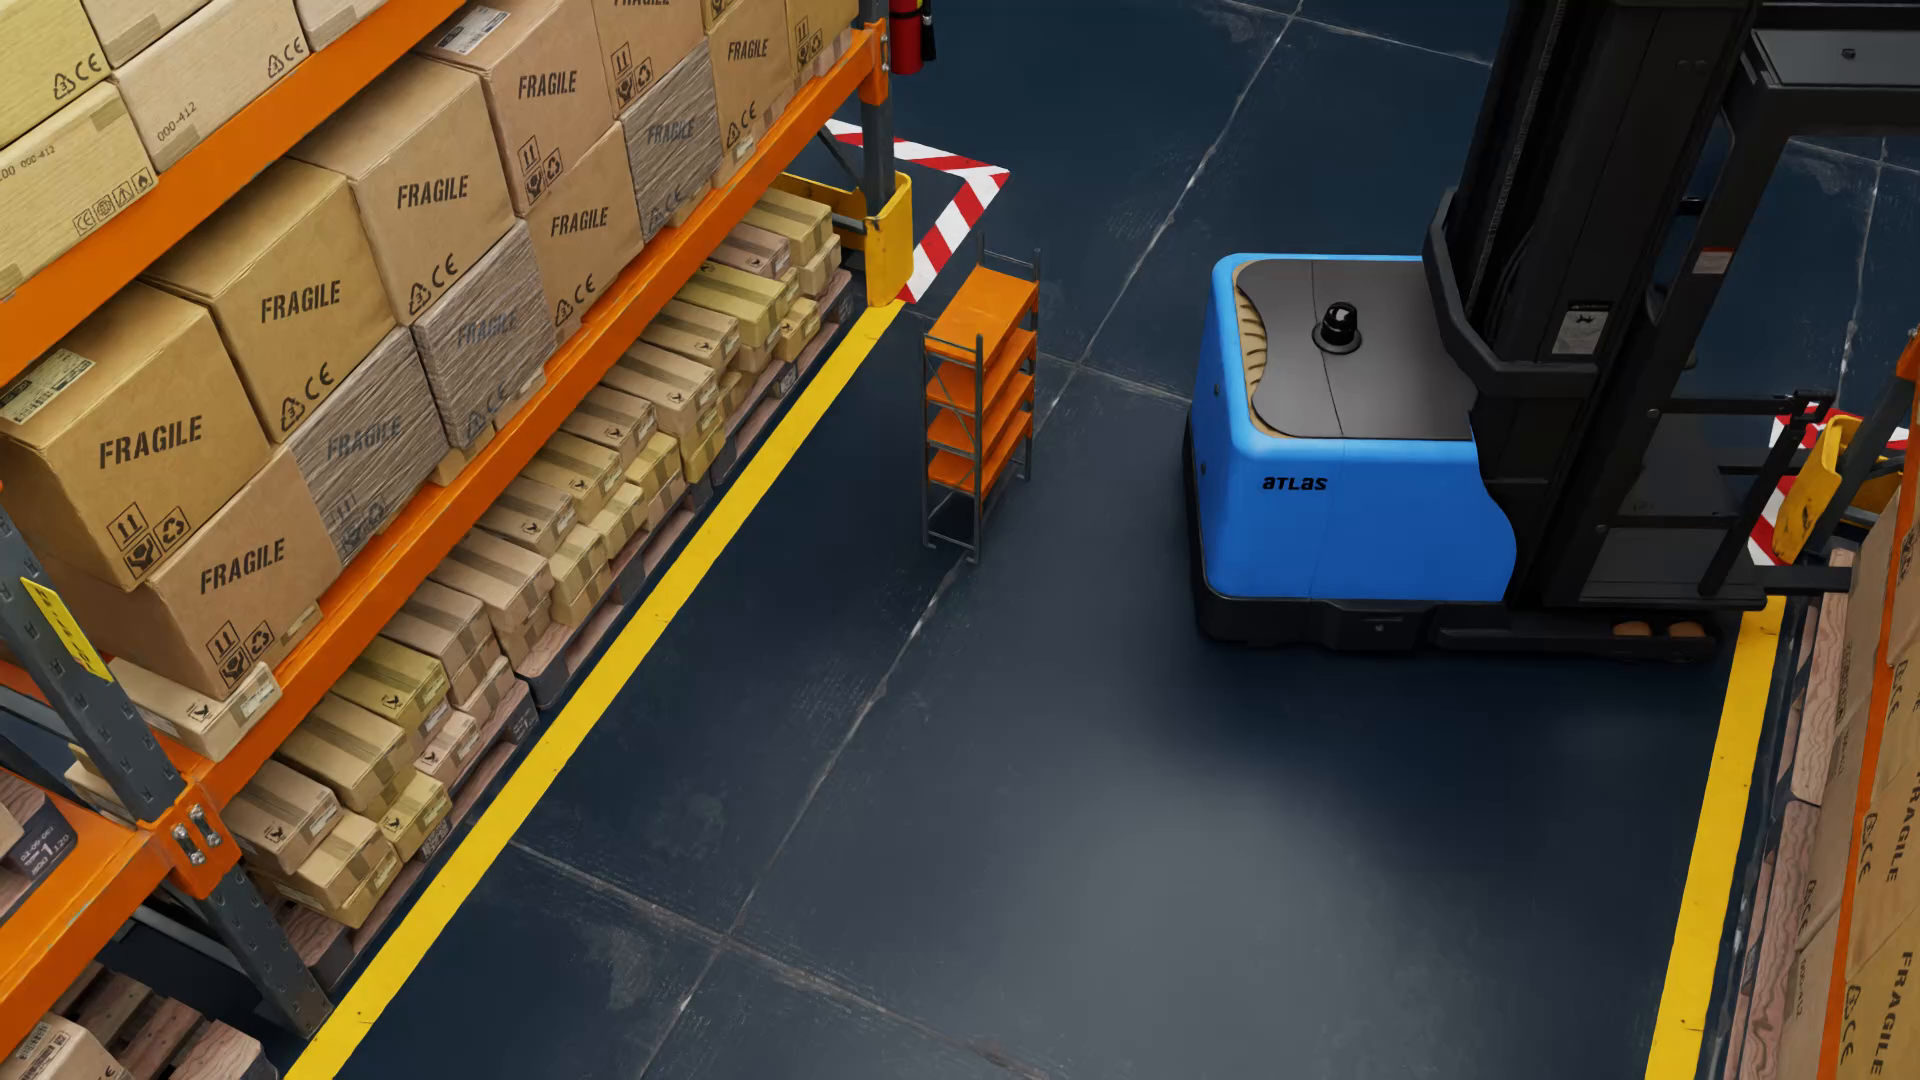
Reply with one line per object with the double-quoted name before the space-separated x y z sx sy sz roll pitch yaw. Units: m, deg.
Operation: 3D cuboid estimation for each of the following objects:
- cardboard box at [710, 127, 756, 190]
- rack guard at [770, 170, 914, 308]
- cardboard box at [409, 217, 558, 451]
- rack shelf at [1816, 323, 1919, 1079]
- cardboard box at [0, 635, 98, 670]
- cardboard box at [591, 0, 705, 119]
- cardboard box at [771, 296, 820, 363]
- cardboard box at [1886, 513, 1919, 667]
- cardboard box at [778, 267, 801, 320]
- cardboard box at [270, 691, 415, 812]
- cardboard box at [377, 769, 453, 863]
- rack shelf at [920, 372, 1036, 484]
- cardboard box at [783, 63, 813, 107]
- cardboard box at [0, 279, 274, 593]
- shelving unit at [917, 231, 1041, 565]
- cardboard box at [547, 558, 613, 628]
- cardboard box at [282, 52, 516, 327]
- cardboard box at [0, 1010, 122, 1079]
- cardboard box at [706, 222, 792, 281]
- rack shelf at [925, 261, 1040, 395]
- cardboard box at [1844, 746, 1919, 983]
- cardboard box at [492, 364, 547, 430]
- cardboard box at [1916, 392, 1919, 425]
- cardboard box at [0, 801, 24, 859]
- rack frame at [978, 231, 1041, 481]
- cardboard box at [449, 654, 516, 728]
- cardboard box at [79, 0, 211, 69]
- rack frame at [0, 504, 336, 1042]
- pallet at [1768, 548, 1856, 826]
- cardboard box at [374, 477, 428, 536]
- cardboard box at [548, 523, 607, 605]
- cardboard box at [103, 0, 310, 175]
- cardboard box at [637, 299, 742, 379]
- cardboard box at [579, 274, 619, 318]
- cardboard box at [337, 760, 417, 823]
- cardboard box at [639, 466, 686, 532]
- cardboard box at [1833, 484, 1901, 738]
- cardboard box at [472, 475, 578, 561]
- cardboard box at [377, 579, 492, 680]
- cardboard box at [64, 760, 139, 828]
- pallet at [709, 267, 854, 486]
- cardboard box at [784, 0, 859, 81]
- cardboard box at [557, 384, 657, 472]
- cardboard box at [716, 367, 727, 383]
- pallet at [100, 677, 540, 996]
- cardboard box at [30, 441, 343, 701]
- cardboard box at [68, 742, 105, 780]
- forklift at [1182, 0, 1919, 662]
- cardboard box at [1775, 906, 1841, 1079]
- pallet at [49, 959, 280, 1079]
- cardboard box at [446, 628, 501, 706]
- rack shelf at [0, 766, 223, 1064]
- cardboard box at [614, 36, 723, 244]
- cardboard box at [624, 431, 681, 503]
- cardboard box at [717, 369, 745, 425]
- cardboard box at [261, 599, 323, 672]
"cardboard box" -0.965 -1.439 5.985 0.380 0.149 0.250 21 53 17
"rack guard" -0.792 -1.494 7.508 1.175 0.500 0.348 20 52 16
"cardboard box" -1.576 -0.668 4.903 0.500 0.500 0.500 19 52 15
"rack shelf" 2.905 0.795 4.391 1.077 0.370 4.000 20 52 16
"cardboard box" -2.558 0.207 4.585 0.380 0.149 0.250 19 52 16
"cardboard box" -1.161 -1.703 5.127 0.500 0.500 0.500 22 53 18
"cardboard box" -0.814 -0.928 6.982 0.380 0.149 0.250 21 53 17
"cardboard box" 2.870 0.091 4.452 0.500 0.500 0.500 20 52 16
"cardboard box" -0.887 -1.046 6.887 0.380 0.149 0.250 19 52 15
"cardboard box" -1.963 0.653 5.246 0.380 0.149 0.250 22 53 18
"cardboard box" -1.909 0.856 5.463 0.380 0.149 0.250 21 53 17
"rack shelf" 0.071 -0.459 6.256 0.258 0.148 0.480 20 52 16
"cardboard box" -0.783 -1.799 6.292 0.380 0.149 0.250 20 52 16
"cardboard box" -2.055 -0.286 3.922 0.500 0.500 0.500 21 53 17
"shelving unit" 0.071 -0.503 6.205 0.258 1.200 0.503 20 52 16
"cardboard box" -1.505 0.133 6.079 0.380 0.149 0.250 19 52 15
"cardboard box" -1.604 -0.985 4.516 0.500 0.500 0.500 21 53 17
"cardboard box" -2.558 1.424 4.257 0.500 0.250 0.500 19 52 15
"cardboard box" -0.916 -1.160 6.788 0.380 0.149 0.250 21 53 17
"rack shelf" 0.071 -0.757 5.906 0.258 0.148 0.480 20 52 16
"cardboard box" 2.434 0.797 3.852 0.500 0.500 0.500 19 52 16
"cardboard box" -1.533 -0.532 5.213 0.380 0.149 0.250 22 53 18
"cardboard box" 3.295 -0.611 5.050 0.500 0.500 0.500 19 52 16
"cardboard box" -2.459 0.681 3.905 0.380 0.149 0.250 19 52 15
"rack frame" 0.175 -0.671 6.348 0.240 1.200 0.015 20 52 16
"cardboard box" -1.786 0.477 5.786 0.380 0.149 0.250 19 52 15
"cardboard box" -1.828 -1.282 3.488 0.500 0.250 0.500 20 52 16
"rack frame" -2.468 0.398 4.257 1.000 3.000 0.127 20 52 16
"pallet" 3.488 0.664 5.861 1.003 0.211 1.213 20 52 16
"cardboard box" -1.821 -0.197 4.928 0.380 0.149 0.250 18 52 14
"cardboard box" -1.504 0.041 5.961 0.380 0.149 0.250 19 52 16
"cardboard box" -1.826 -1.106 3.666 0.500 0.250 0.500 19 52 16
"cardboard box" -1.080 -0.783 6.467 0.380 0.149 0.250 18 52 15
"cardboard box" -1.372 -0.912 5.537 0.380 0.149 0.250 21 53 17
"cardboard box" -1.997 0.740 5.366 0.380 0.149 0.250 20 53 16
"cardboard box" -1.286 -0.222 6.381 0.380 0.149 0.250 21 53 17
"cardboard box" 3.568 0.366 5.691 0.875 0.438 0.875 18 52 15
"cardboard box" -1.584 -0.088 5.876 0.380 0.149 0.250 18 52 15
"cardboard box" -1.808 0.276 5.567 0.380 0.149 0.250 19 52 15
"cardboard box" -2.621 0.769 5.342 0.380 0.149 0.250 21 53 17
"pallet" -1.171 -0.852 7.152 1.003 0.211 1.213 20 52 16
"cardboard box" -0.719 -2.092 6.115 0.500 0.500 0.500 21 53 17
"cardboard box" -1.357 -0.434 6.171 0.380 0.149 0.250 18 52 15
"cardboard box" -1.155 -0.699 6.591 0.380 0.149 0.250 19 52 16
"pallet" -2.213 0.828 5.722 1.003 0.211 1.213 20 52 16
"cardboard box" -2.029 0.010 4.326 0.500 0.500 0.500 19 52 15
"cardboard box" -2.552 0.663 5.237 0.380 0.149 0.250 21 53 17
"forklift" 2.408 -0.908 5.414 3.031 2.935 1.130 1 50 1
"cardboard box" 2.798 1.619 4.624 0.875 0.438 0.875 18 52 15
"pallet" -2.800 1.838 4.862 1.003 0.211 1.213 20 52 16
"cardboard box" -1.808 0.376 5.676 0.380 0.149 0.250 17 52 14
"rack shelf" -3.323 2.008 3.359 1.077 0.370 4.000 20 52 16
"cardboard box" -1.151 -1.387 5.515 0.500 0.500 0.500 20 52 16
"cardboard box" -1.283 -0.319 6.268 0.380 0.149 0.250 22 53 18
"cardboard box" -1.099 -0.600 6.702 0.380 0.149 0.250 20 53 16
"cardboard box" -2.008 0.189 4.600 0.380 0.149 0.250 21 53 17
